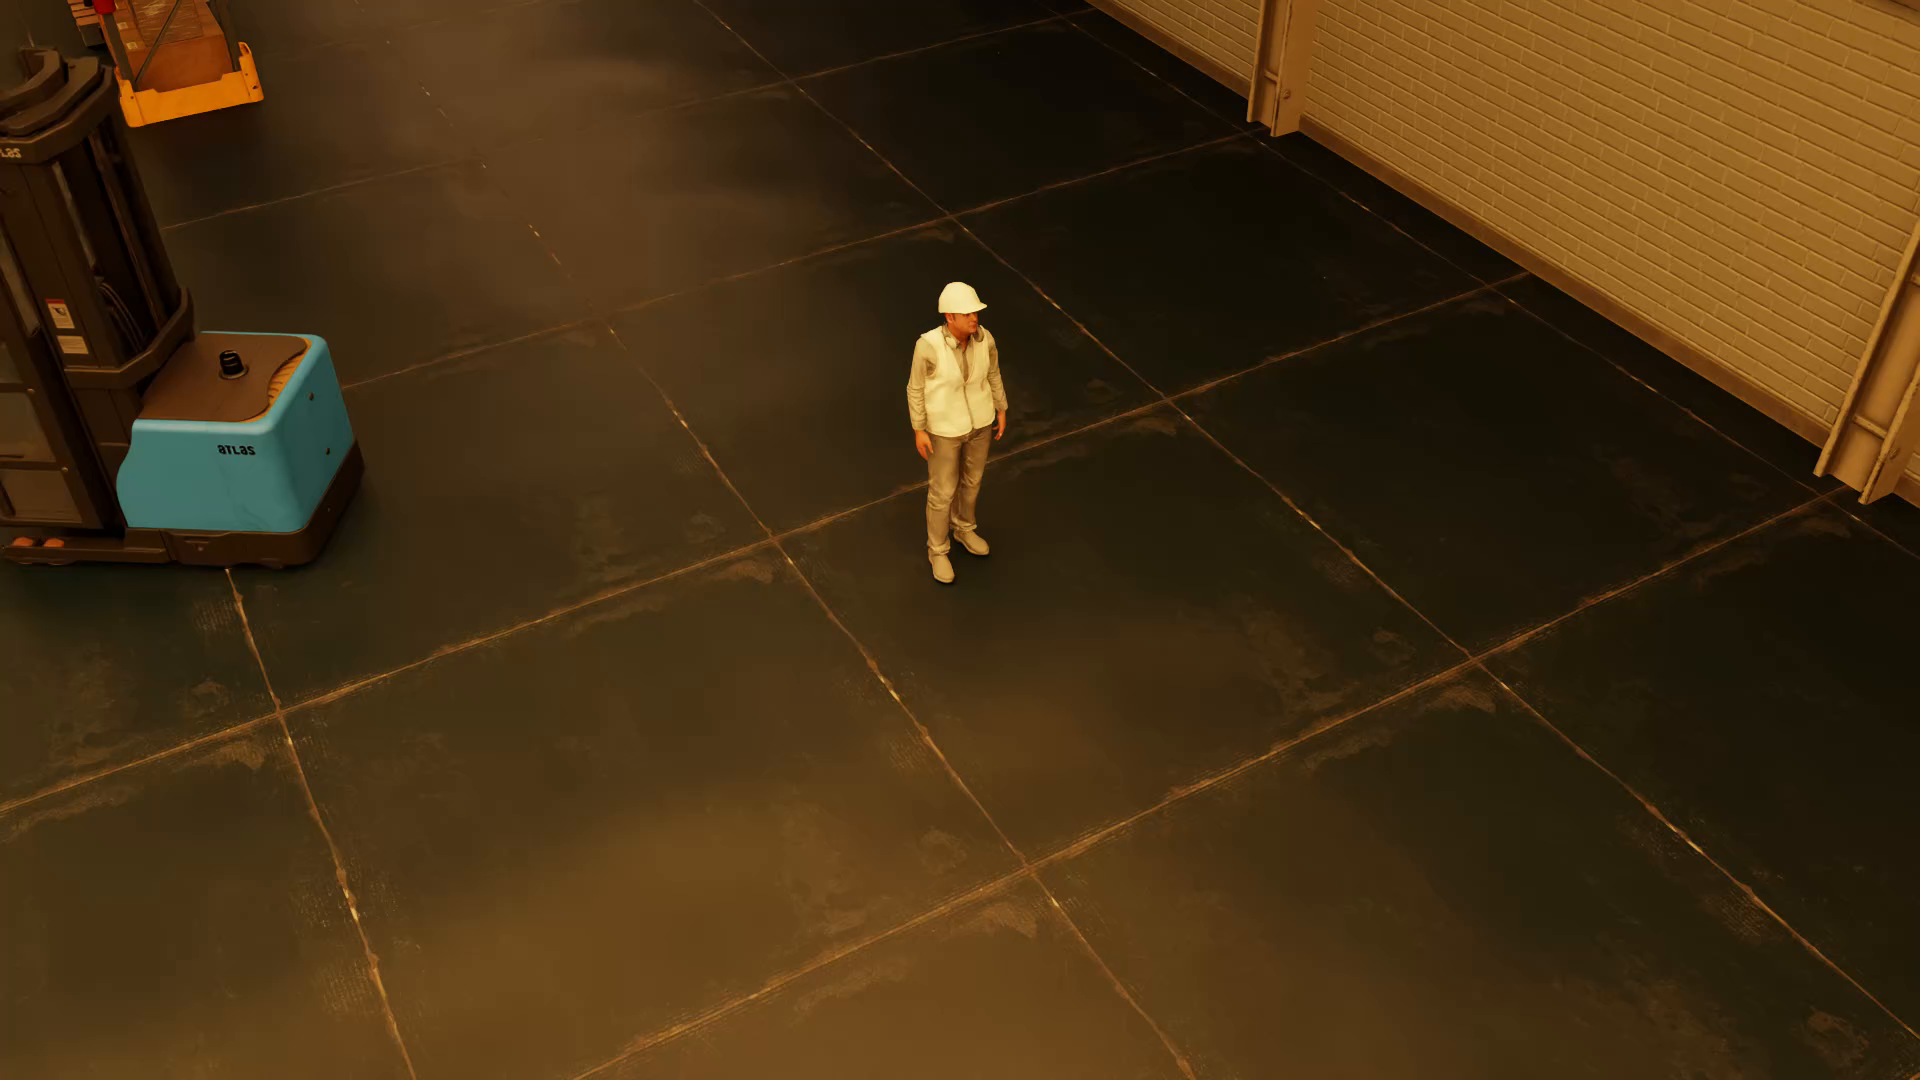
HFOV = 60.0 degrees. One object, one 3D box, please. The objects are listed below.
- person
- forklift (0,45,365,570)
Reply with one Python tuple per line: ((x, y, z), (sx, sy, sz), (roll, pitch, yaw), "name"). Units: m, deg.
((0.024, -0.650, 9.718), (0.632, 1.768, 0.568), (-20, 44, -23), "person")
((-5.390, -1.307, 9.612), (3.031, 2.935, 1.130), (2, 40, 2), "forklift")
